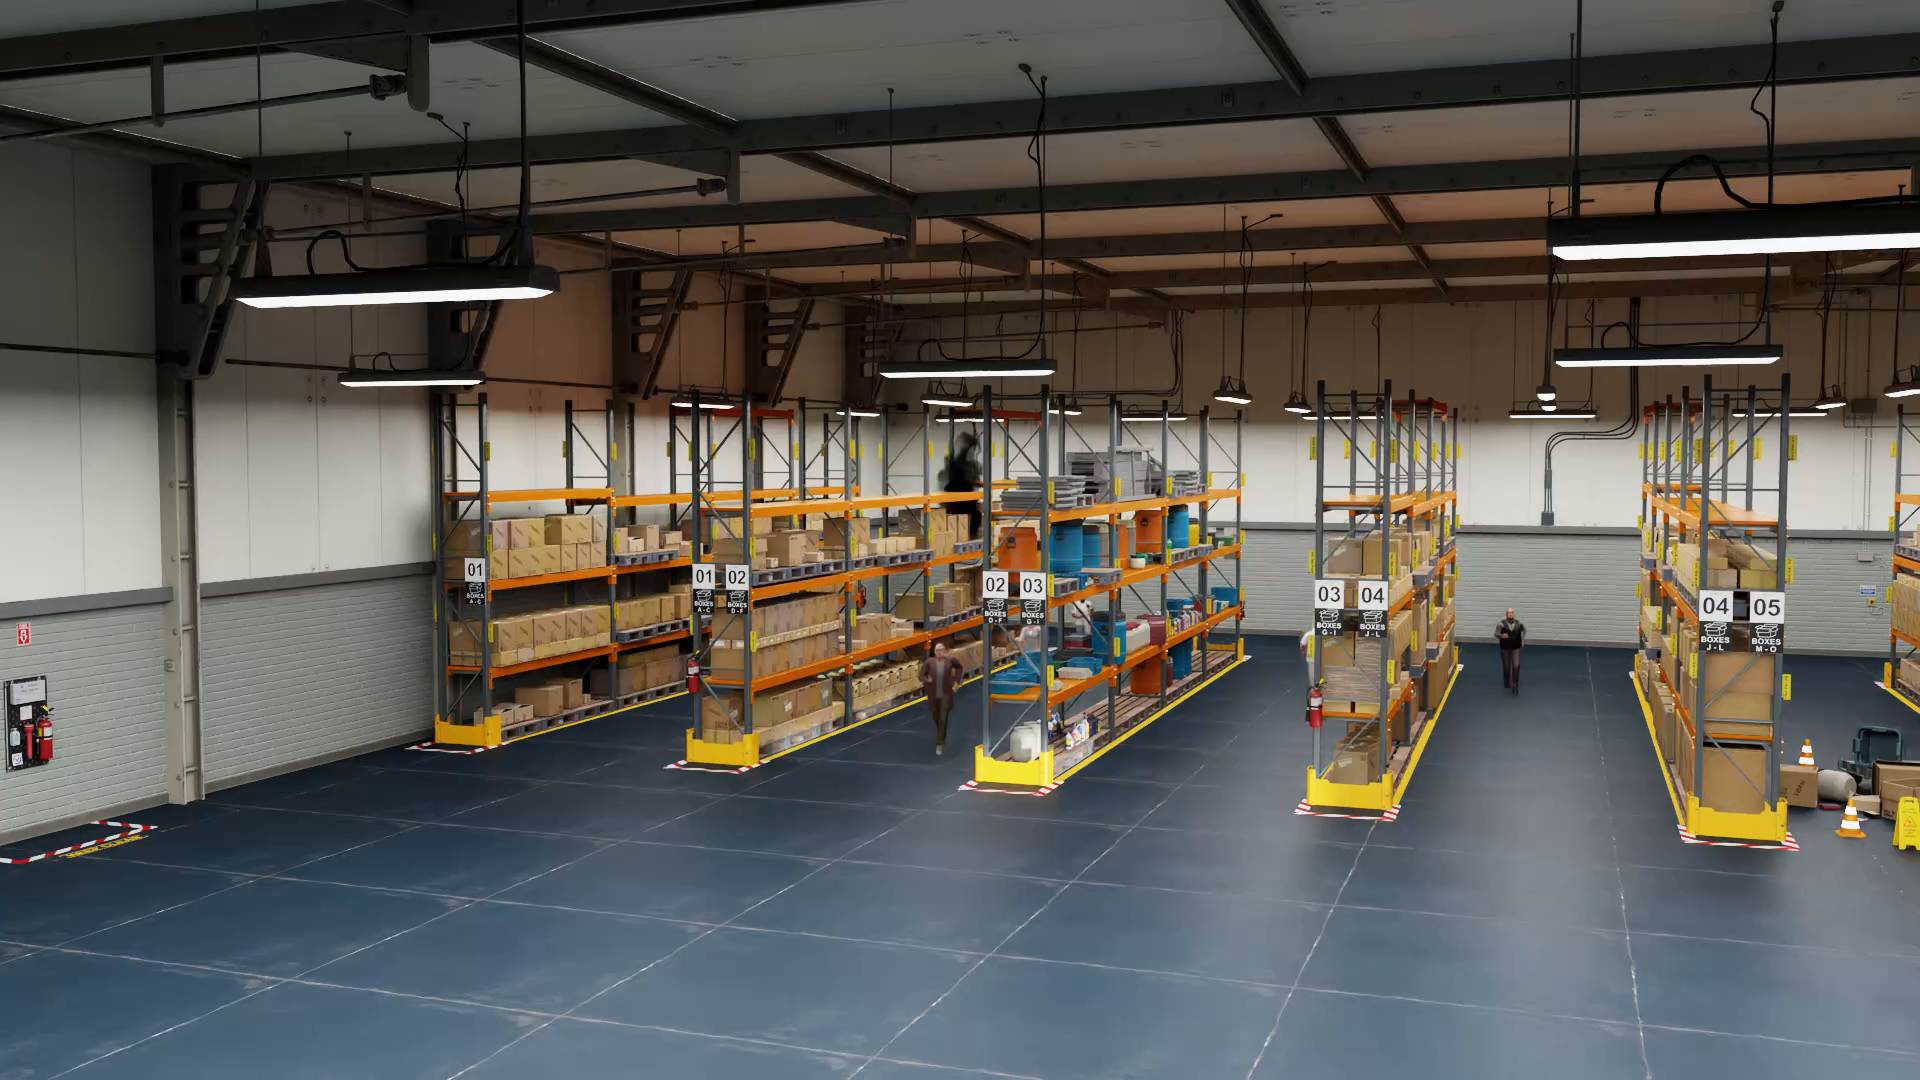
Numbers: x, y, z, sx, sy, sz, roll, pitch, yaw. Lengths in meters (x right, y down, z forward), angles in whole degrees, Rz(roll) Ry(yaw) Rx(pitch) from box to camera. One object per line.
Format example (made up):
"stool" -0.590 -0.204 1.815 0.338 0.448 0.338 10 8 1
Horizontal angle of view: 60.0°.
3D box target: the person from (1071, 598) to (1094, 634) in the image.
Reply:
"person" 2.935 2.051 39.818 0.531 1.730 0.880 0 3 5

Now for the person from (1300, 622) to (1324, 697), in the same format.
"person" 7.014 2.392 32.618 0.715 1.743 0.900 1 3 16

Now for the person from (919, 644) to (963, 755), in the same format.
"person" -0.327 2.639 27.911 0.715 1.827 1.045 0 3 7

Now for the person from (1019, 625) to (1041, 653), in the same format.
"person" 1.504 2.367 34.706 0.538 1.625 0.732 1 3 18

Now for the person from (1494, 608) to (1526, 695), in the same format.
"person" 11.427 2.299 34.548 0.648 1.773 0.858 1 3 15
